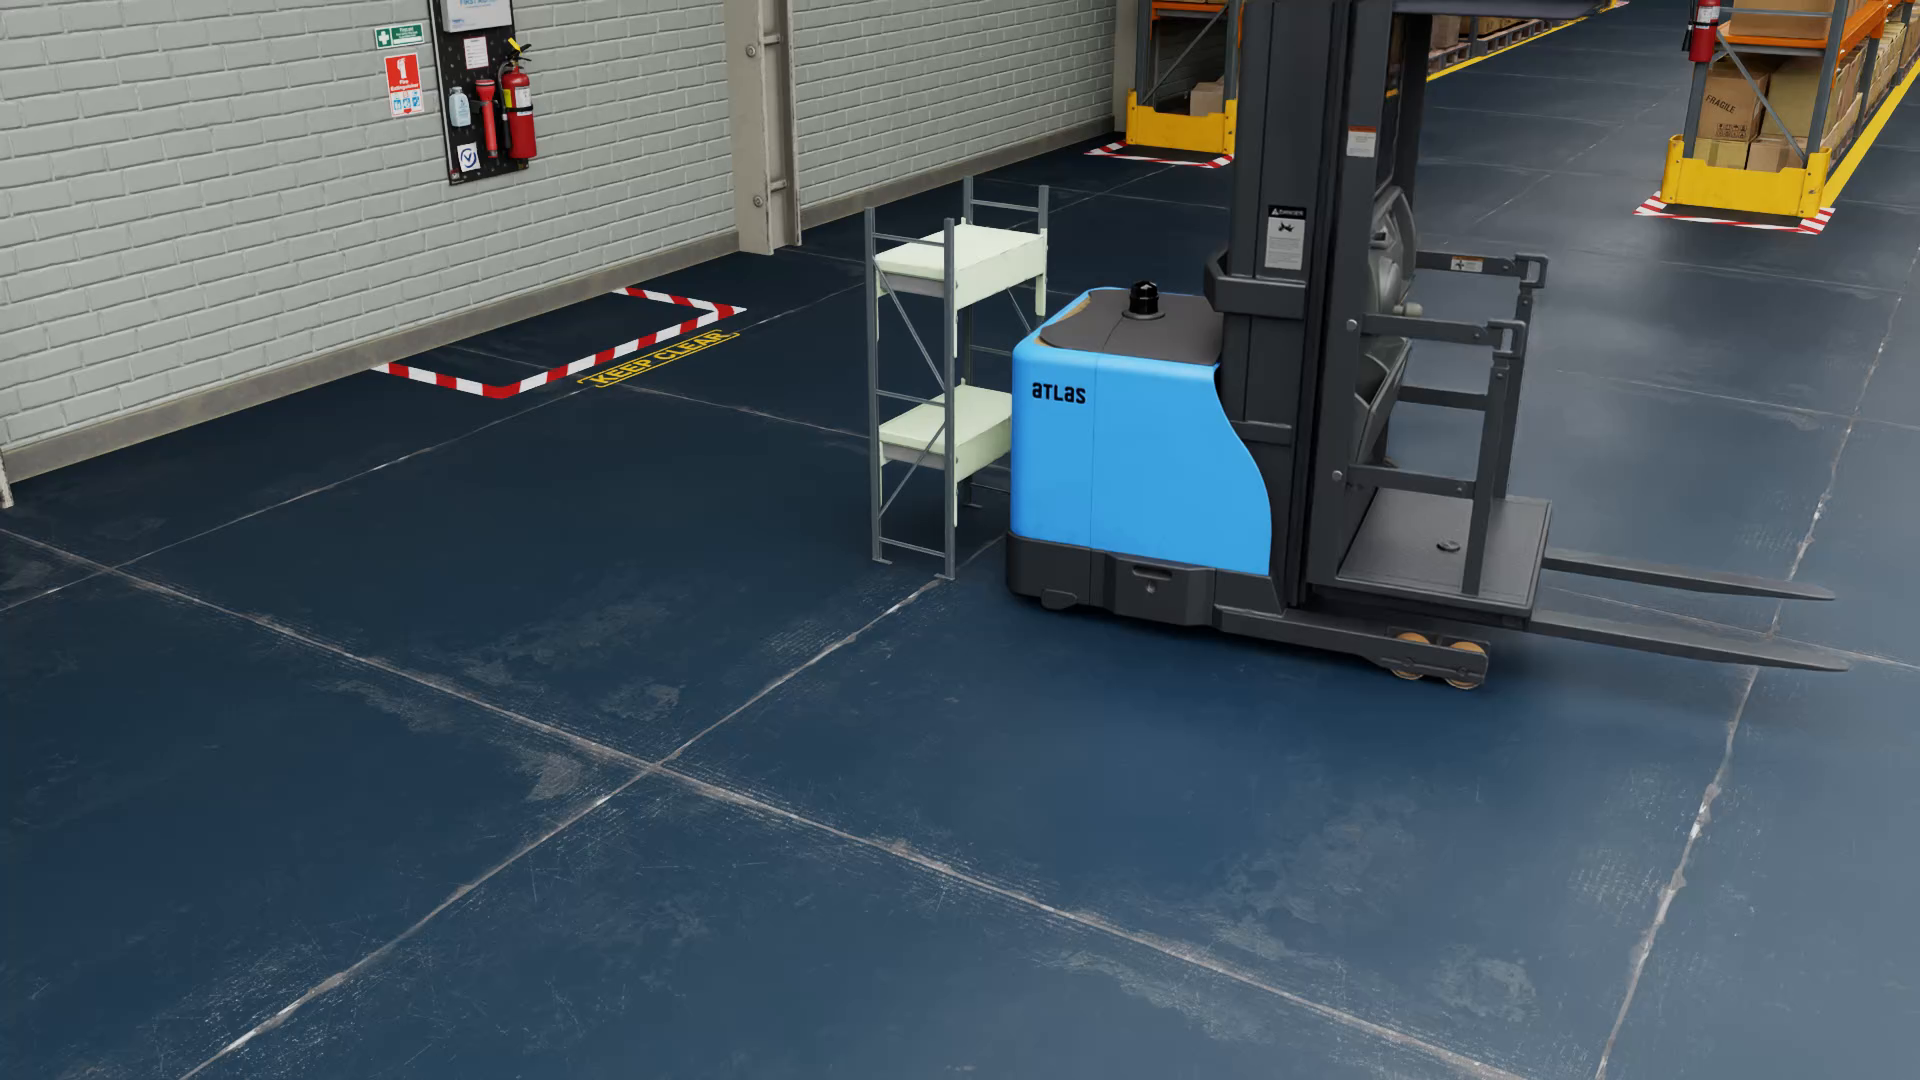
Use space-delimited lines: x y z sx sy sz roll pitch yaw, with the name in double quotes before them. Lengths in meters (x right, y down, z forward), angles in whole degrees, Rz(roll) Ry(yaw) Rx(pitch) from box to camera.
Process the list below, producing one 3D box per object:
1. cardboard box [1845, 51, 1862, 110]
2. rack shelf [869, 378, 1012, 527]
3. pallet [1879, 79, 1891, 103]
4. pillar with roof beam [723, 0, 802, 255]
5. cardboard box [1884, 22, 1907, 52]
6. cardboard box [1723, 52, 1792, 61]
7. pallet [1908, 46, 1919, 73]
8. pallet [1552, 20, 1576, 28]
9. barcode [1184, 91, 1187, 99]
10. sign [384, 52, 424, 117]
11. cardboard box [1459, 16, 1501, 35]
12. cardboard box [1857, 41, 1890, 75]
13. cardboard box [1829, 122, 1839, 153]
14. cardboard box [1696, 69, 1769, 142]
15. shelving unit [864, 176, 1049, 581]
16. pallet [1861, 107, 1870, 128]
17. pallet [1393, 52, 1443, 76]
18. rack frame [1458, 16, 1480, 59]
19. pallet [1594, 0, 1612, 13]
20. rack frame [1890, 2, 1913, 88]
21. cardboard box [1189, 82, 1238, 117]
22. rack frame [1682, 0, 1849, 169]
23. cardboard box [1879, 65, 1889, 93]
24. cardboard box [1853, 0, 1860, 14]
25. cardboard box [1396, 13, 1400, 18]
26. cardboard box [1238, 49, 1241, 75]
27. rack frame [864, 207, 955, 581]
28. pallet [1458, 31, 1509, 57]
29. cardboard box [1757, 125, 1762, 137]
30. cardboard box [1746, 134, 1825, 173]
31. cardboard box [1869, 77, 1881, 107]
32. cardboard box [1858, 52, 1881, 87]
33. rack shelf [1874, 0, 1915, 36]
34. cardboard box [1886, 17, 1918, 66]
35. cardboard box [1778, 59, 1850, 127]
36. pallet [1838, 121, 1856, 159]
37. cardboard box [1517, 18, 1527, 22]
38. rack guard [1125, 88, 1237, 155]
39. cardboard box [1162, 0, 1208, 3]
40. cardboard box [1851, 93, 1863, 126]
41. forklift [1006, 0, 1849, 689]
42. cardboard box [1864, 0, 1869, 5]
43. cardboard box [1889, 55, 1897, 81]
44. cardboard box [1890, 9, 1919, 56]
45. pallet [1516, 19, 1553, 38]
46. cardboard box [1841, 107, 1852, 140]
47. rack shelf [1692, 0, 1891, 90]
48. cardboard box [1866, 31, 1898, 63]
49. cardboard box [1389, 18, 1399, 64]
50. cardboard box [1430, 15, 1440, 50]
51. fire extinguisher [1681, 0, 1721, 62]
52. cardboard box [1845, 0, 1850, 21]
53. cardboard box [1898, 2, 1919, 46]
"cardboard box" 7.856 -4.186 15.133 0.500 0.500 0.500 14 27 29
"rack shelf" -0.004 -0.387 7.076 0.431 0.370 0.720 14 27 29
"pallet" 10.092 -5.250 19.112 1.003 0.211 1.213 14 27 29
"pillar with roof beam" 2.255 -5.380 8.350 9.100 9.000 0.400 14 27 29
"cardboard box" 10.492 -5.759 19.005 0.500 0.311 0.500 15 27 30
"cardboard box" 7.149 -4.127 14.996 0.500 0.500 0.500 14 27 29
"pallet" 11.629 -6.174 21.246 1.003 0.211 1.213 14 27 29
"pallet" 8.926 -8.147 25.804 1.003 0.211 1.213 14 27 29
"barcode" 2.240 -4.413 16.488 0.001 0.075 0.075 14 27 29
"sign" -3.117 -2.554 9.329 0.001 0.329 0.234 14 27 29
"cardboard box" 6.848 -7.263 22.430 0.750 0.750 0.750 13 27 28
"cardboard box" 9.419 -5.068 17.407 0.500 0.311 0.500 13 27 27
"cardboard box" 7.336 -3.503 14.498 0.500 0.250 0.500 14 27 29
"cardboard box" 6.369 -3.618 13.820 0.500 0.500 0.500 14 27 29
"shelving unit" -0.004 -0.686 6.947 0.431 1.500 0.755 14 27 29
"pallet" 8.805 -4.427 17.210 1.003 0.211 1.213 14 27 29
"pallet" 5.291 -5.883 20.574 1.003 0.211 1.213 14 27 29
"rack frame" 6.349 -7.836 21.576 1.000 3.000 0.127 14 27 29
"pallet" 10.213 -8.971 27.706 1.003 0.211 1.213 14 27 29
"rack frame" 10.559 -6.800 19.181 1.000 3.000 0.127 14 27 29
"cardboard box" 2.570 -4.319 16.282 0.500 0.311 0.500 11 26 23
"rack frame" 6.339 -4.099 12.944 1.000 3.000 0.127 14 27 29
"cardboard box" 9.683 -4.984 17.919 0.500 0.250 0.500 14 27 30
"cardboard box" 7.680 -4.996 14.890 0.700 0.500 0.500 14 27 30
"cardboard box" 5.113 -6.463 20.052 0.500 0.250 0.500 13 27 27
"cardboard box" 3.300 -4.835 17.236 0.700 0.500 0.500 12 26 26
"rack frame" -0.197 -0.562 6.661 0.400 1.500 0.023 14 27 29
"pallet" 6.828 -6.807 22.708 1.003 0.211 1.213 14 27 29
"cardboard box" 6.624 -3.445 14.364 0.500 0.250 0.500 14 27 29
"cardboard box" 6.811 -3.165 13.717 0.500 0.250 0.500 14 27 29
"cardboard box" 9.143 -4.637 17.118 0.500 0.250 0.500 15 27 30
"cardboard box" 8.879 -4.725 16.616 0.500 0.311 0.500 14 27 29
"rack shelf" 9.504 -5.794 17.765 1.077 0.370 4.000 14 27 29
"cardboard box" 11.042 -5.948 19.807 0.500 0.500 0.500 15 28 31
"cardboard box" 7.326 -3.849 14.355 0.500 0.500 0.500 14 27 29
"pallet" 7.994 -3.910 16.017 1.003 0.211 1.213 14 27 29
"cardboard box" 7.760 -7.845 23.774 0.750 0.750 0.750 15 27 31
"rack guard" 2.169 -4.015 15.895 1.175 0.500 0.348 14 27 29
"cardboard box" 2.211 -5.275 15.823 0.500 0.250 0.500 14 27 30
"cardboard box" 8.390 -4.178 16.058 0.500 0.250 0.500 14 27 29
"forklift" 1.751 -1.047 5.978 3.031 2.935 1.130 9 25 20
"cardboard box" 8.220 -5.344 15.694 0.700 0.500 0.500 13 27 28
"cardboard box" 10.220 -5.327 18.712 0.500 0.250 0.500 14 27 28
"cardboard box" 11.582 -6.294 20.606 0.500 0.500 0.500 13 27 28
"pallet" 8.116 -7.631 24.611 1.003 0.211 1.213 14 27 29
"cardboard box" 7.867 -3.840 15.276 0.500 0.250 0.500 14 27 29
"rack shelf" 7.394 -4.444 14.646 1.077 0.370 4.000 14 27 29
"cardboard box" 9.955 -5.413 18.204 0.500 0.311 0.500 14 27 29
"cardboard box" 4.843 -5.978 19.876 0.700 0.500 0.500 13 27 28
"cardboard box" 5.643 -6.488 21.053 0.700 0.500 0.500 14 27 29
"fire extinguisher" 5.882 -4.121 13.092 0.296 0.674 0.183 14 27 29
"cardboard box" 7.136 -4.645 14.078 0.700 0.500 0.500 14 27 29
"cardboard box" 12.119 -6.644 21.413 0.500 0.500 0.500 14 27 30
